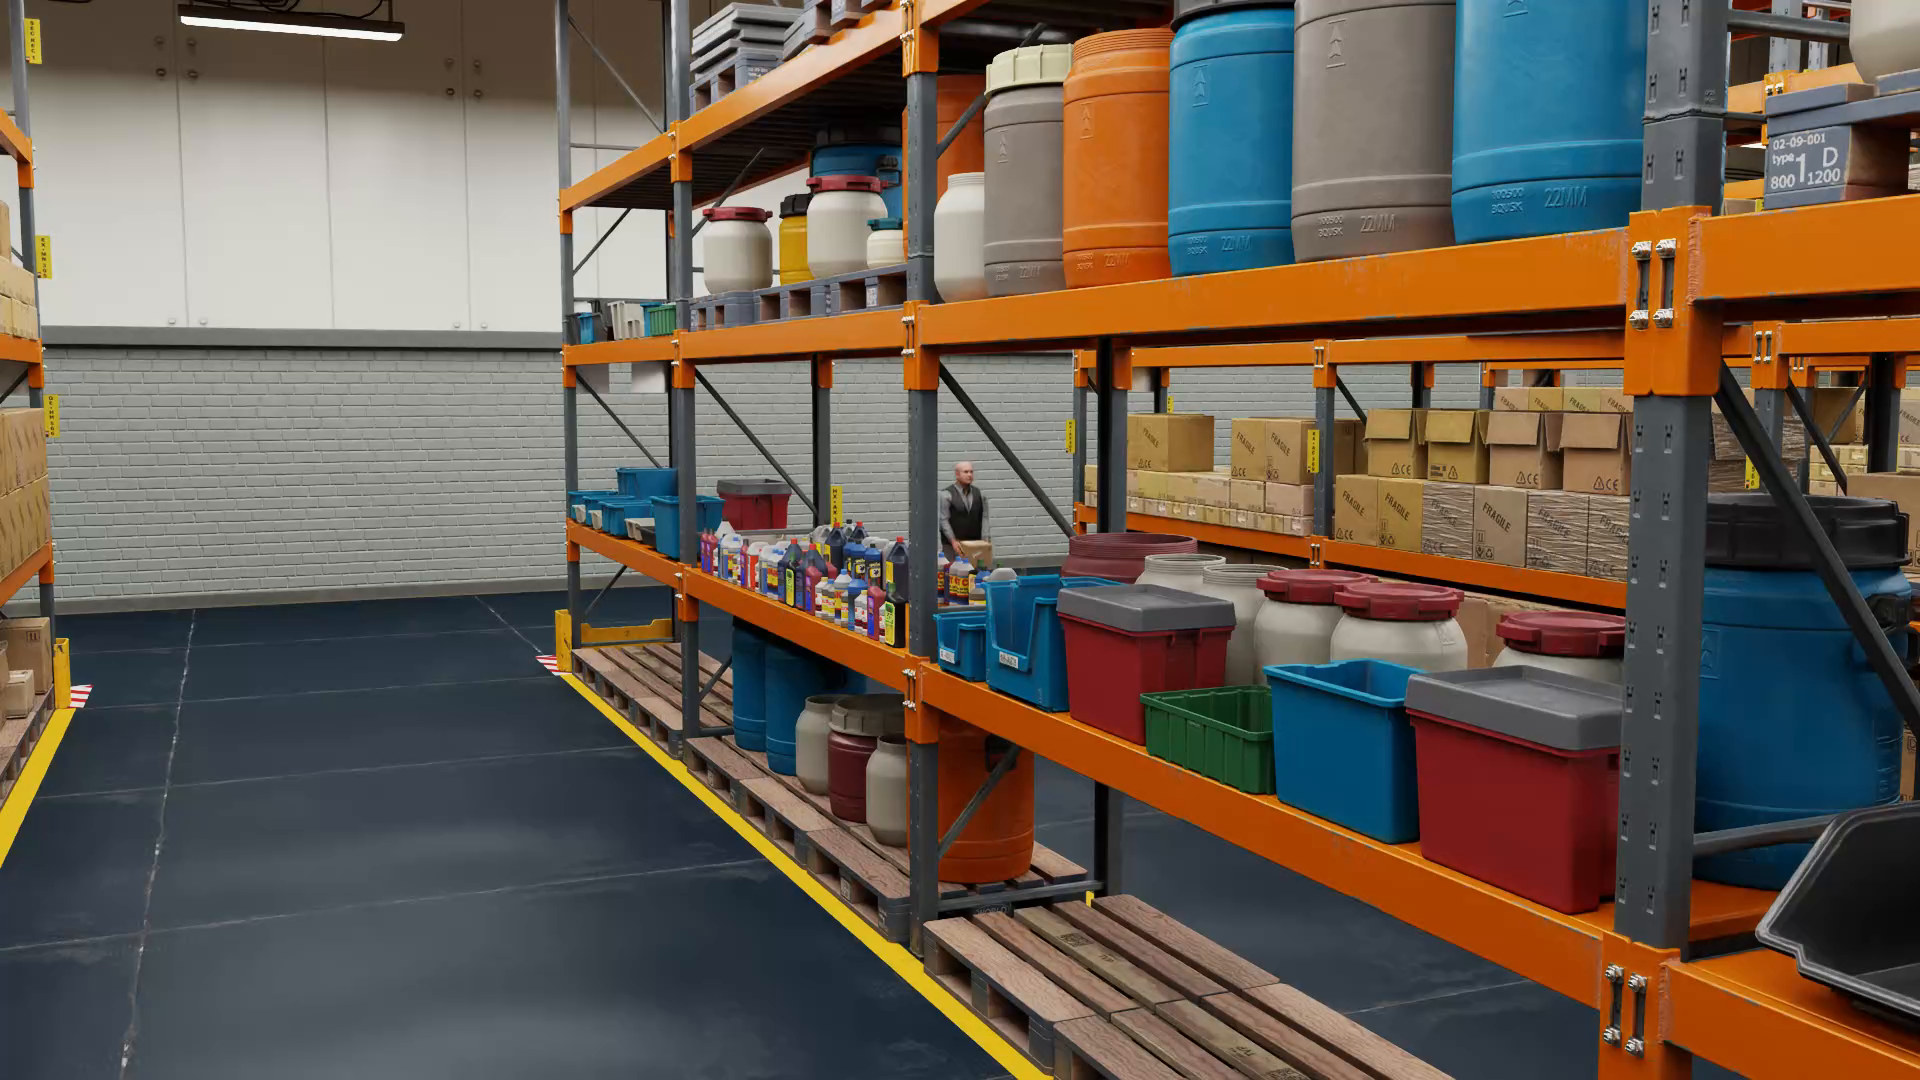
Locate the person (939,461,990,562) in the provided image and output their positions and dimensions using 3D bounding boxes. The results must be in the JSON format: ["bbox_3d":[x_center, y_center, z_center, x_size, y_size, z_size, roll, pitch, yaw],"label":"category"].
[{"bbox_3d":[0.052,0.086,16.425,0.544,1.728,0.482,-2,6,-25],"label":"person"}]
